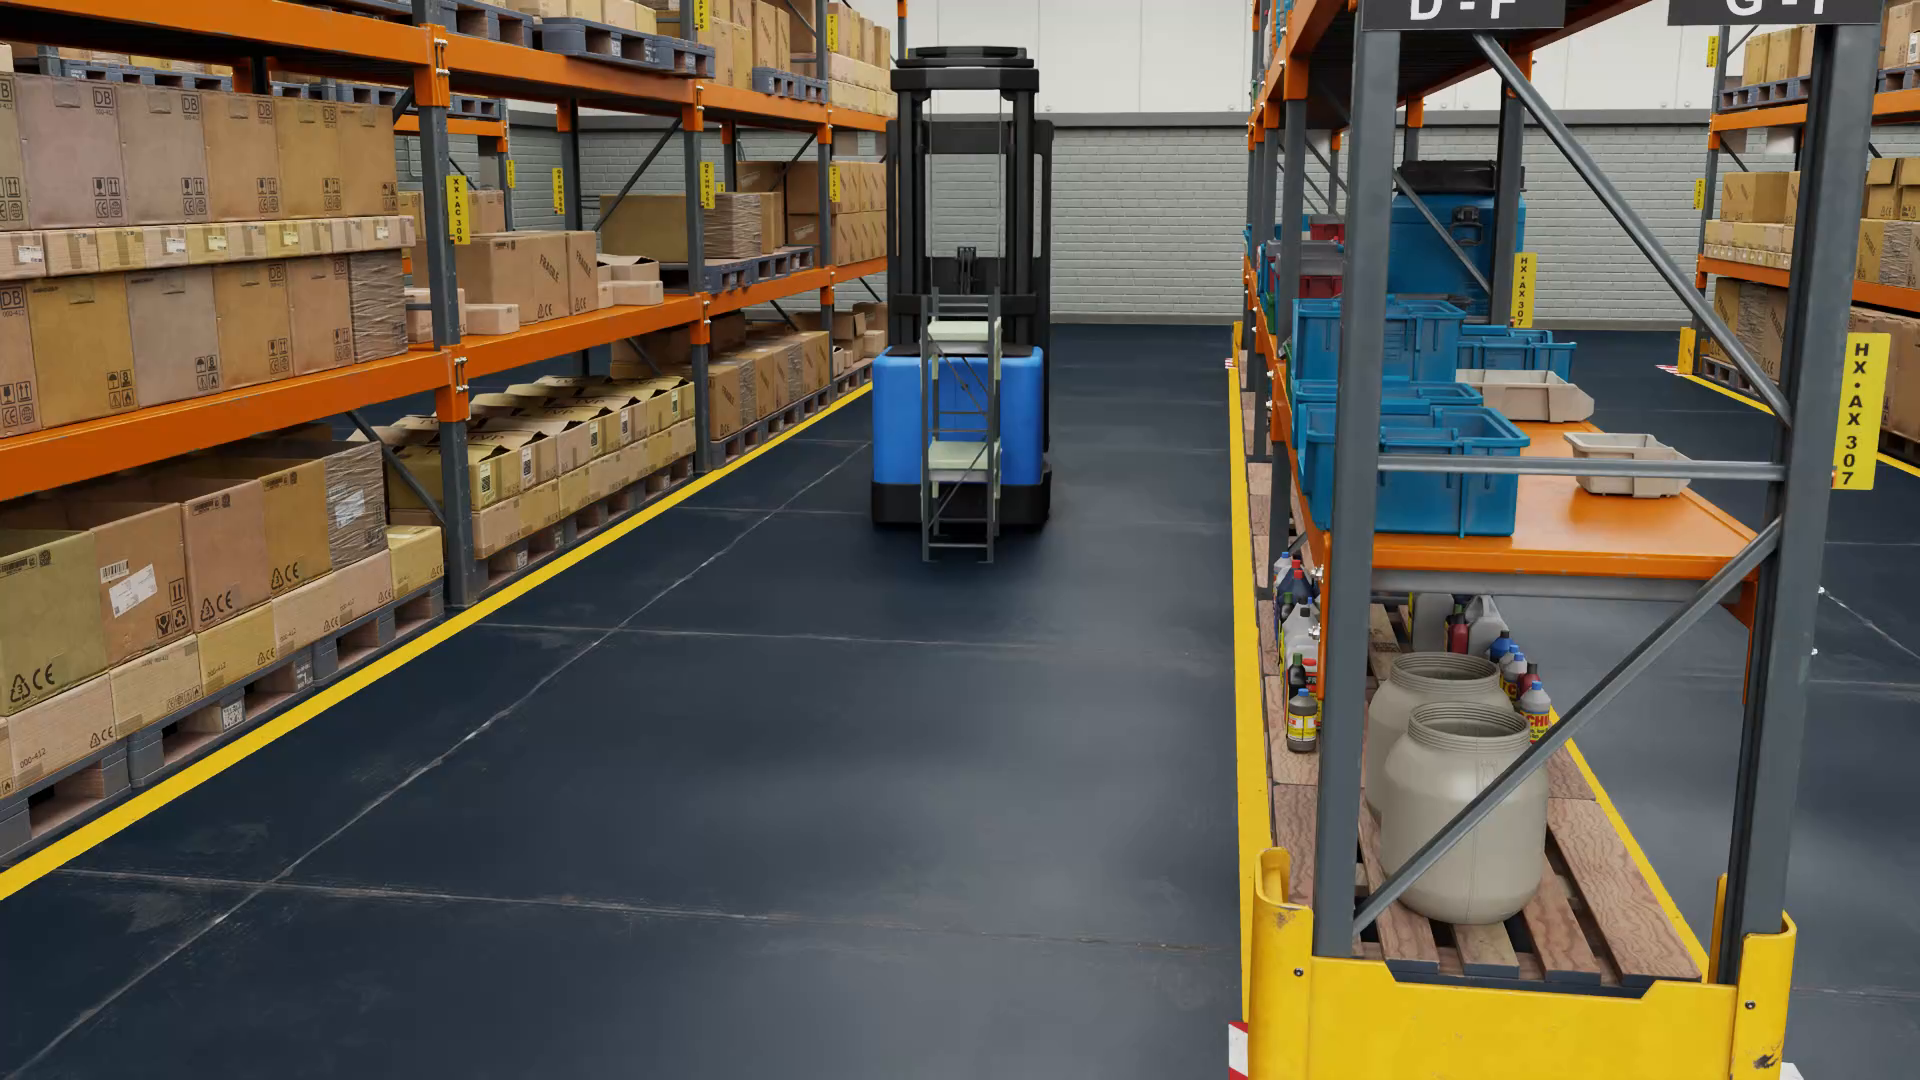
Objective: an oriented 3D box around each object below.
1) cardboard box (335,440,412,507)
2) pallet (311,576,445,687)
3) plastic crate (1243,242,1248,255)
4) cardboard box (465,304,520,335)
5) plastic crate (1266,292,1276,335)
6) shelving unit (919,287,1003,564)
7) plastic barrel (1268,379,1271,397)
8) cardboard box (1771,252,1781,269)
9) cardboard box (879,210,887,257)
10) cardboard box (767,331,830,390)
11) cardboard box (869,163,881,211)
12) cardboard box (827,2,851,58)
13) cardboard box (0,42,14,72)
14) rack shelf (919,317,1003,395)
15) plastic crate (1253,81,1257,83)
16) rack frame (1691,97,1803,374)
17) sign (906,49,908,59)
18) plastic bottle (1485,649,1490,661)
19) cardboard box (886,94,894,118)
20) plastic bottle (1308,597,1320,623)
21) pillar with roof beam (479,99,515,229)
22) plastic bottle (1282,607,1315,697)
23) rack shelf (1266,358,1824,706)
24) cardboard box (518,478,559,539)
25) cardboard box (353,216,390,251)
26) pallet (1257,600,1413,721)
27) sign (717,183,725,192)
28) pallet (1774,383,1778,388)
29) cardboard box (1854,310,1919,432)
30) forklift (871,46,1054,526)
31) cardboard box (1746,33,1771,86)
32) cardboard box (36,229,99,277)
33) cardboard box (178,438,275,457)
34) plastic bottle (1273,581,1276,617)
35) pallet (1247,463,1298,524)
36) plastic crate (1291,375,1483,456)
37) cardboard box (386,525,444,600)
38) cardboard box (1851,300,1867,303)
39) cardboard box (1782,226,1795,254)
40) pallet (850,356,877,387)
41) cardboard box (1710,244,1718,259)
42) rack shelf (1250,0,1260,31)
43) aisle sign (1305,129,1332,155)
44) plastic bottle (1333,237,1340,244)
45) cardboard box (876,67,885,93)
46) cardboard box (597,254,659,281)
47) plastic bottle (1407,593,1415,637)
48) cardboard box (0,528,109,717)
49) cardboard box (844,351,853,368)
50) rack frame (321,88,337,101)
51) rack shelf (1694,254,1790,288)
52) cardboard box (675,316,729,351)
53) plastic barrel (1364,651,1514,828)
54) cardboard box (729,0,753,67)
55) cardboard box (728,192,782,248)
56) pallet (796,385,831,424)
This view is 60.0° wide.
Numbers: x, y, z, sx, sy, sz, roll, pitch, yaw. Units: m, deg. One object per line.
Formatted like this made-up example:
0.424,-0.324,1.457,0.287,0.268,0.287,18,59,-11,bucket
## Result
-3.184,-0.372,8.800,0.500,0.311,0.500,2,12,9,cardboard box
-3.126,0.384,7.711,1.003,0.211,1.213,2,12,9,pallet
3.178,-3.135,17.902,0.250,0.136,0.298,2,12,9,plastic crate
-2.624,-1.199,9.031,0.380,0.149,0.250,2,12,9,cardboard box
1.920,-1.250,9.178,0.450,0.188,0.662,2,12,9,plastic crate
0.013,-0.679,9.583,0.431,1.500,0.755,1,12,4,shelving unit
3.061,-1.714,14.813,0.600,0.901,0.708,2,12,9,plastic barrel
7.937,-2.653,15.778,0.380,0.149,0.250,2,12,10,cardboard box
-1.076,-3.377,18.304,0.500,0.500,0.500,2,12,9,cardboard box
-1.525,-1.690,15.604,0.500,0.500,0.500,2,12,8,cardboard box
-1.145,-3.757,17.698,0.500,0.500,0.500,2,12,10,cardboard box
-1.478,-5.015,16.412,0.700,0.500,0.500,2,12,9,cardboard box
-7.087,-3.410,11.740,0.500,0.311,0.500,2,12,9,cardboard box
0.013,-1.060,9.501,0.431,0.370,0.720,1,12,4,rack shelf
2.986,-4.232,15.788,0.416,0.233,0.300,2,12,9,plastic crate
8.671,-3.320,18.278,1.000,3.000,0.127,2,12,9,rack frame
-0.572,-5.519,19.259,0.100,0.325,0.005,2,12,9,sign
2.018,0.480,6.242,0.097,0.201,0.097,0,12,0,plastic bottle
-1.023,-4.815,18.453,0.500,0.250,0.500,2,12,9,cardboard box
1.382,0.362,6.625,0.097,0.271,0.097,0,12,0,plastic bottle
-2.198,-7.185,21.971,9.100,9.000,0.400,2,12,9,pillar with roof beam
1.274,0.419,6.174,0.144,0.351,0.185,2,12,11,plastic bottle
1.623,-0.214,5.575,1.077,0.370,4.000,2,12,9,rack shelf
-2.576,-0.187,9.271,0.500,0.250,0.500,2,12,10,cardboard box
-2.833,-1.395,7.567,0.380,0.149,0.250,2,12,7,cardboard box
1.787,0.519,7.083,1.003,0.211,1.213,2,12,9,pallet
-2.270,-3.248,15.890,0.100,0.325,0.005,2,12,9,sign
8.250,-1.280,15.431,1.003,0.211,1.213,2,12,9,pallet
7.840,-1.334,13.109,1.225,0.875,0.875,1,12,7,cardboard box
0.075,-1.781,11.301,1.130,2.935,3.031,1,12,4,forklift
8.438,-4.866,16.861,0.700,0.500,0.500,1,12,7,cardboard box
-3.148,-0.967,5.581,0.380,0.149,0.250,1,12,7,cardboard box
-3.413,-0.181,7.461,0.500,0.500,0.500,2,12,9,cardboard box
1.433,0.244,7.340,0.097,0.201,0.097,0,12,0,plastic bottle
2.389,-0.292,10.846,1.003,0.211,1.213,2,12,9,pallet
1.203,-0.326,4.738,0.499,0.251,0.408,2,12,9,plastic crate
-2.818,0.099,7.944,0.500,0.250,0.500,2,12,9,cardboard box
8.236,-1.789,15.219,0.875,0.875,0.875,2,12,9,cardboard box
7.941,-2.767,15.365,0.500,0.250,0.500,2,12,10,cardboard box
-1.441,-1.843,18.046,1.003,0.211,1.213,2,12,9,pallet
8.252,-3.080,17.763,0.380,0.149,0.250,2,12,8,cardboard box
3.469,-5.449,16.576,1.077,0.370,4.000,2,12,9,rack shelf
4.077,-4.757,18.774,0.394,0.787,0.004,2,12,9,aisle sign
3.173,-2.388,14.070,0.144,0.351,0.185,2,12,9,plastic bottle
-1.102,-4.956,17.918,0.500,0.250,0.500,2,12,9,cardboard box
-2.447,-1.858,11.708,0.500,0.311,0.500,3,12,12,cardboard box
1.974,0.236,7.020,0.144,0.351,0.185,2,12,9,plastic bottle
-3.201,0.253,5.450,0.500,0.500,0.500,2,12,9,cardboard box
-1.331,-1.900,17.369,0.380,0.166,0.250,2,12,9,cardboard box
-6.628,-2.969,16.648,1.000,3.000,0.127,2,12,9,rack frame
8.363,-2.552,16.422,1.077,0.370,4.000,2,12,9,rack shelf
-2.278,-1.763,14.164,0.500,0.250,0.500,2,12,8,cardboard box
1.419,0.617,4.917,0.421,0.512,0.421,0,12,0,plastic barrel
-2.085,-4.198,13.761,0.600,0.600,0.600,1,12,6,cardboard box
-2.026,-2.972,15.428,0.700,0.500,0.500,-2,12,-10,cardboard box
-1.820,-1.275,15.409,1.003,0.211,1.213,2,12,9,pallet
